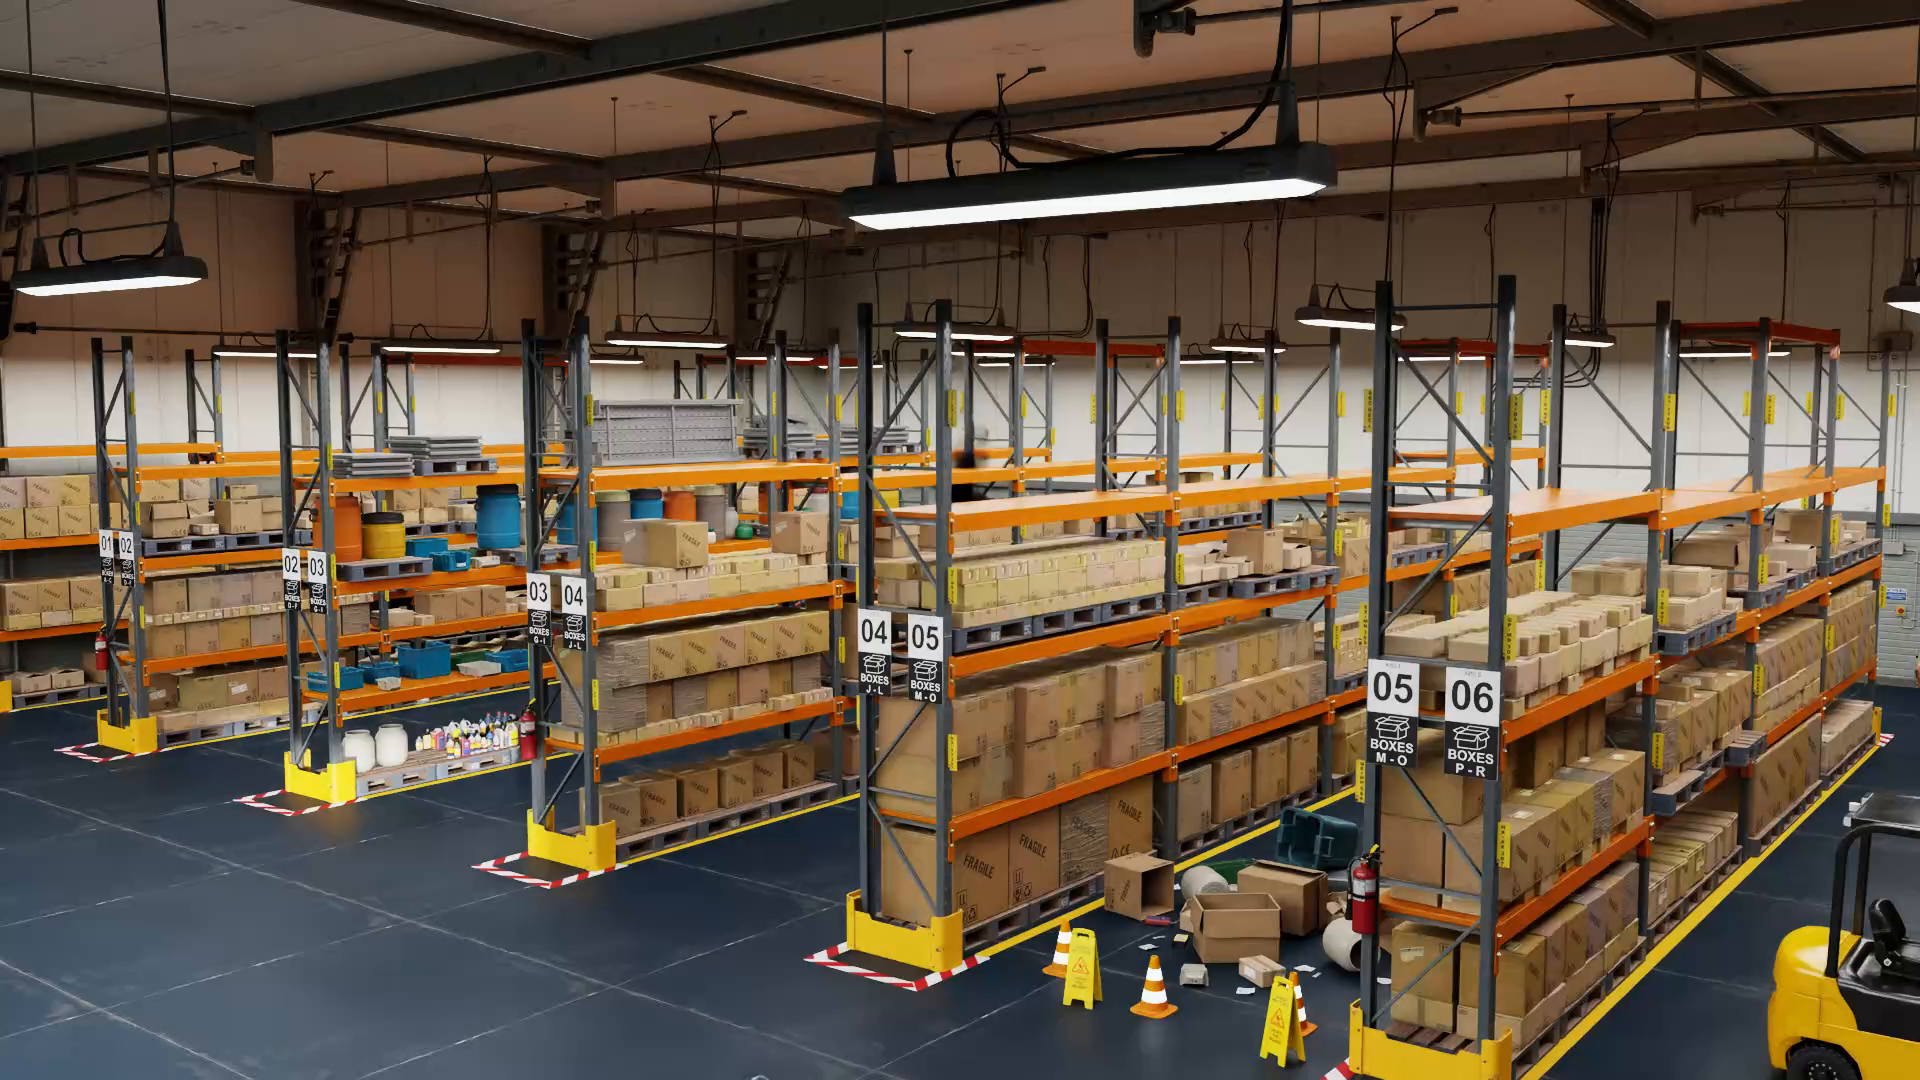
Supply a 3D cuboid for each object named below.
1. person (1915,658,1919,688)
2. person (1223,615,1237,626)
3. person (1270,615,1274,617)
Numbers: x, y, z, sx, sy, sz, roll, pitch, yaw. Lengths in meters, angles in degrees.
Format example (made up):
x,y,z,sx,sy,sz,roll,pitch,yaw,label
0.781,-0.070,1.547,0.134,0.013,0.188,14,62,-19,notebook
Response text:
x,y,z,sx,sy,sz,roll,pitch,yaw,label
14.060,2.235,23.983,0.585,1.688,0.846,2,5,22,person
4.306,1.990,26.615,0.663,1.772,0.816,3,6,30,person
4.629,1.968,24.989,0.533,1.692,0.750,4,6,37,person
